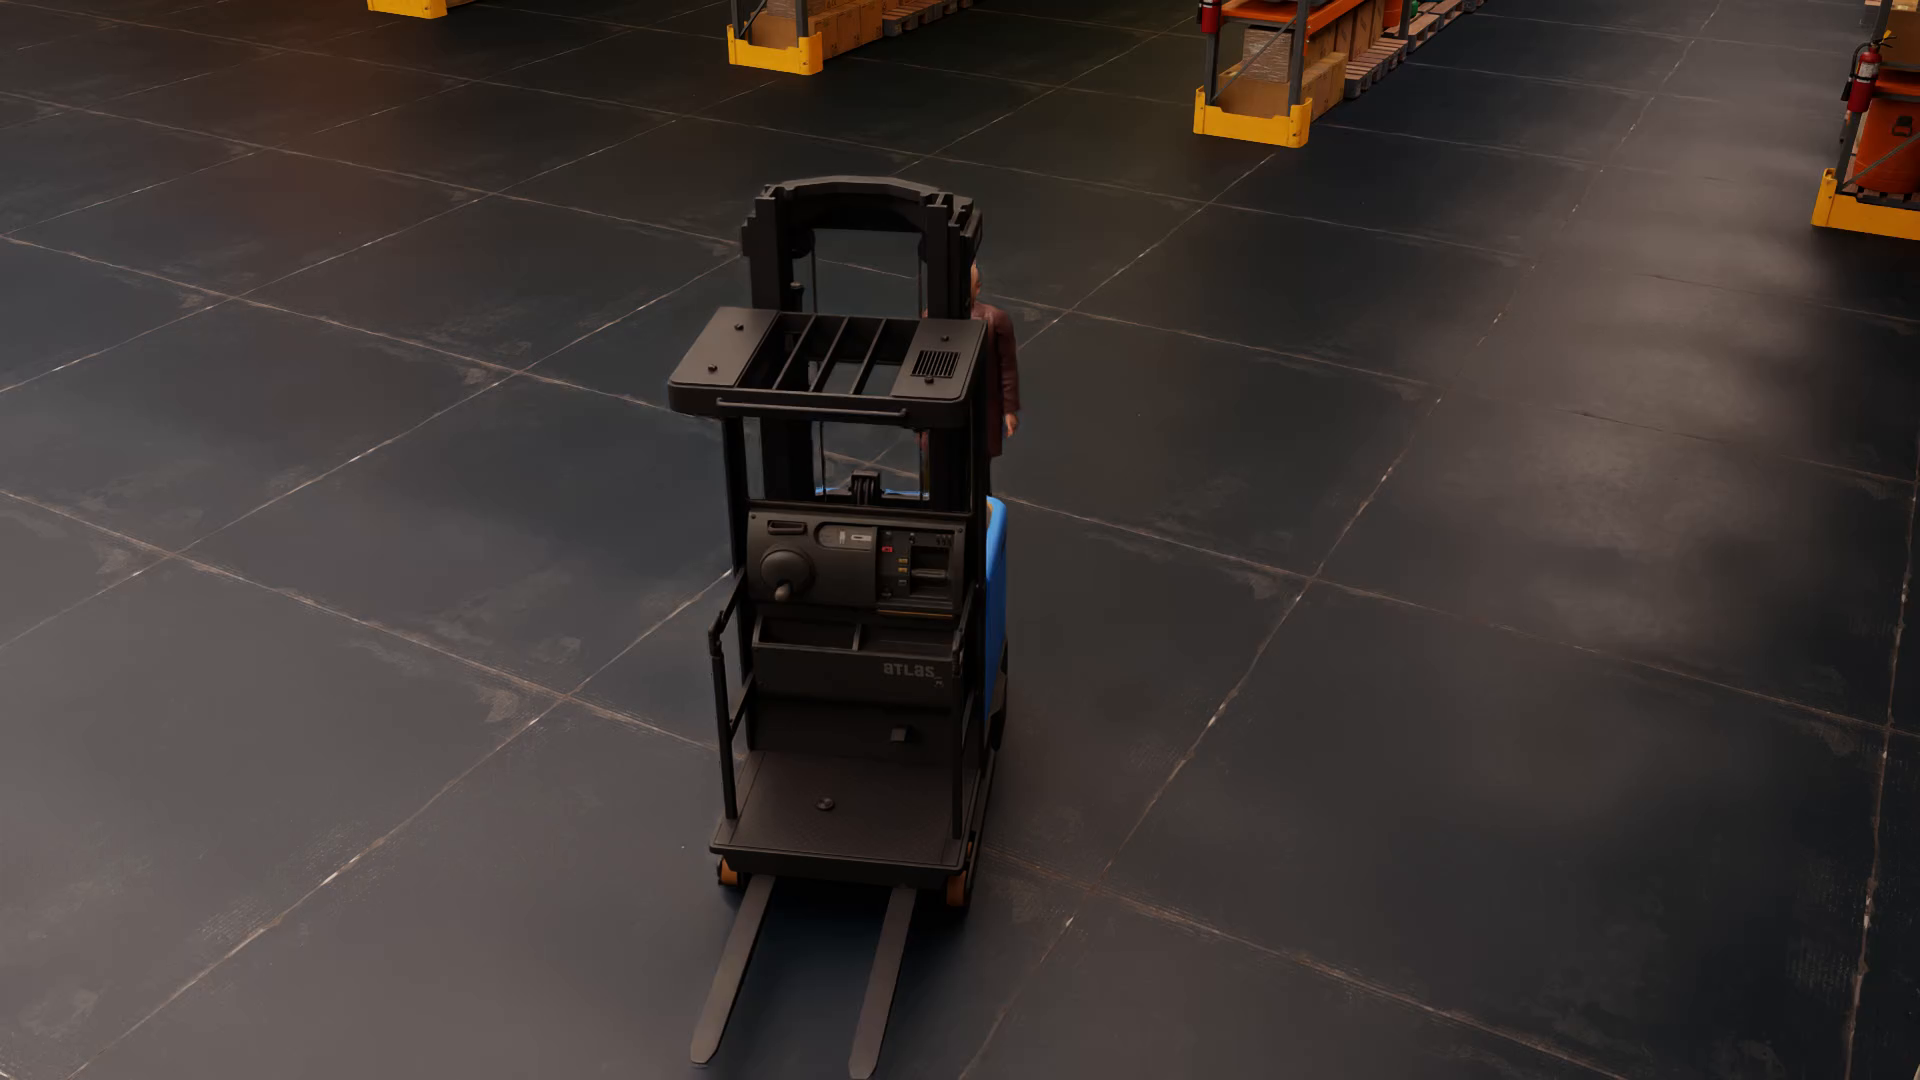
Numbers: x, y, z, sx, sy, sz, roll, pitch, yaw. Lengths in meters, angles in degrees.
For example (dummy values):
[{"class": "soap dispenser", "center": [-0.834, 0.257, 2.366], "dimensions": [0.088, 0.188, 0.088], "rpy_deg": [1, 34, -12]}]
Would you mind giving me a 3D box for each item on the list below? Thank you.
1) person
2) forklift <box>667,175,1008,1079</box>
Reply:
[{"class": "person", "center": [0.027, -0.726, 9.518], "dimensions": [0.645, 1.772, 0.384], "rpy_deg": [5, 30, 9]}, {"class": "forklift", "center": [-0.466, 0.139, 6.829], "dimensions": [1.130, 2.935, 3.031], "rpy_deg": [4, 30, 7]}]
